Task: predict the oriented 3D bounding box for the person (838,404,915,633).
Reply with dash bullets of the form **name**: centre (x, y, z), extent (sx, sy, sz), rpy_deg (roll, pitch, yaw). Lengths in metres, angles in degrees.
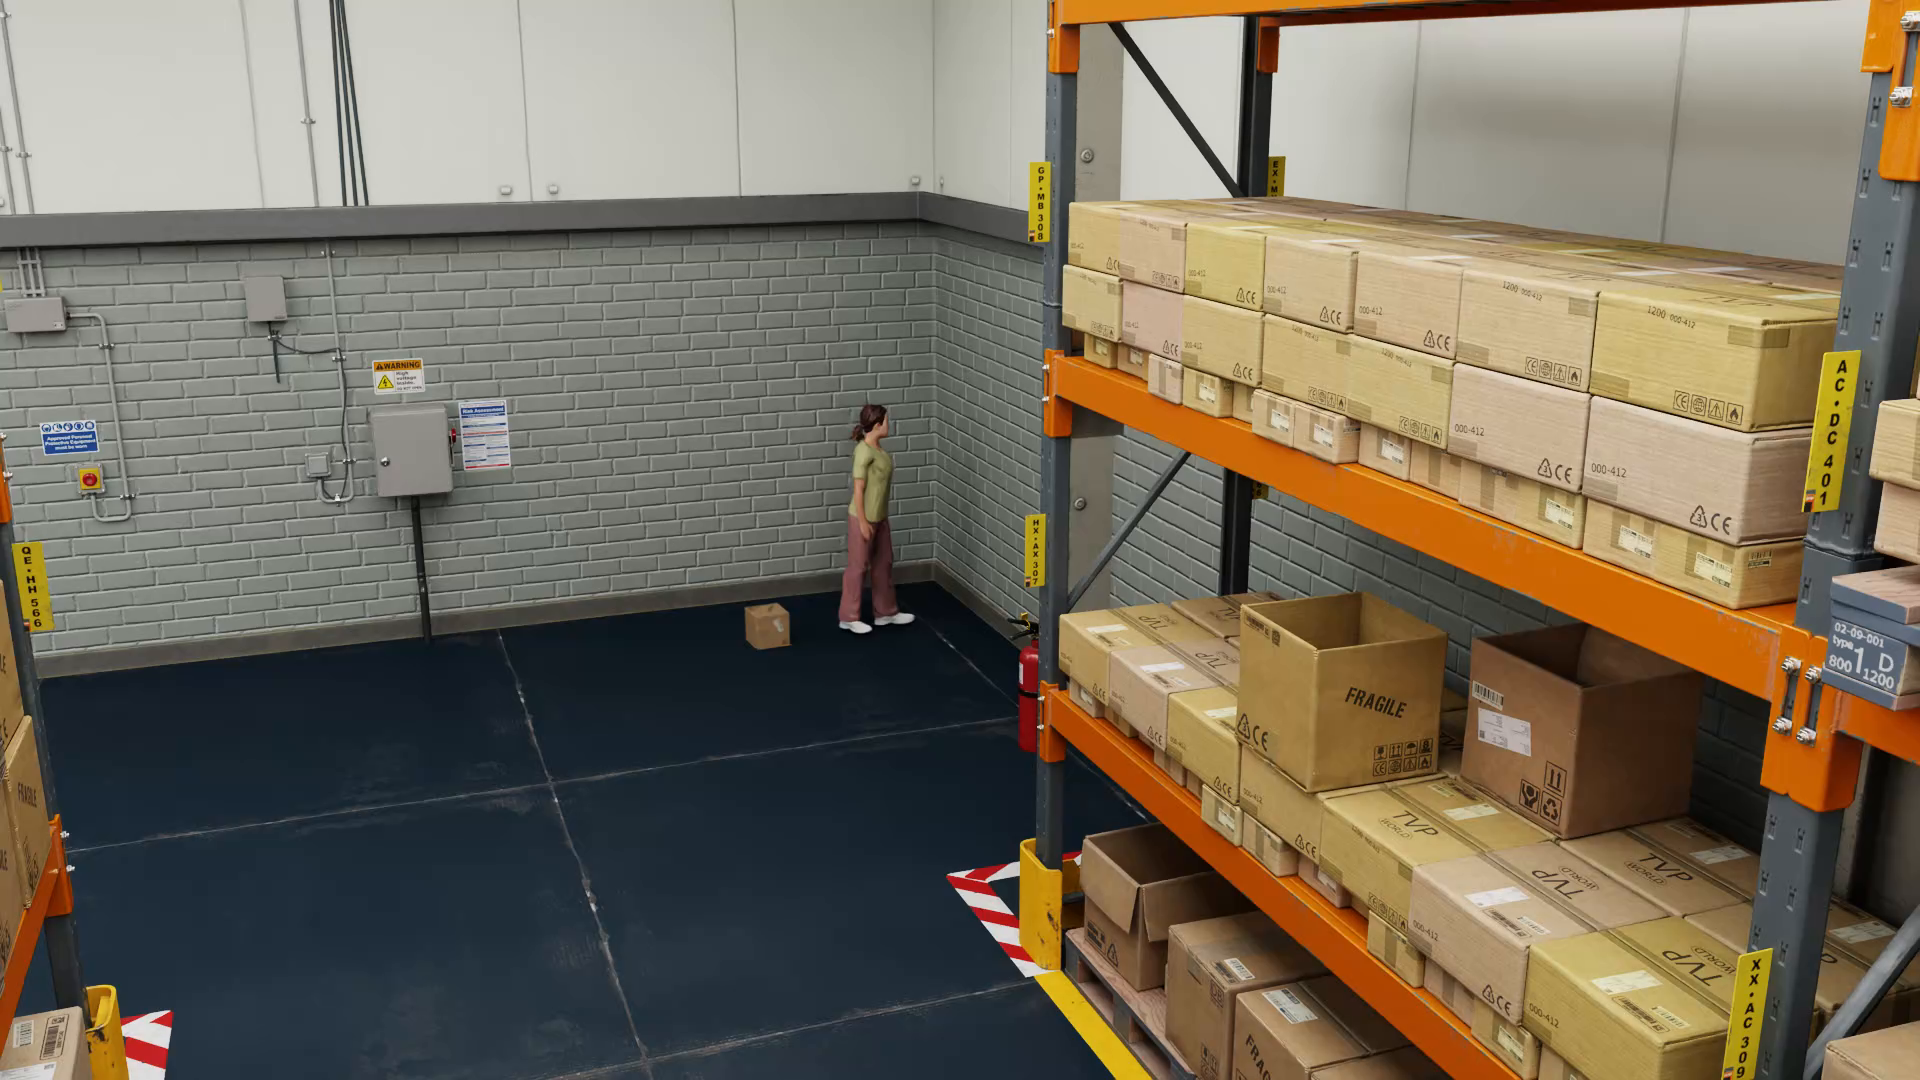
- **person**: centre (-0.631, -0.155, 12.037), extent (0.512, 1.671, 0.461), rpy_deg (4, 16, 14)
